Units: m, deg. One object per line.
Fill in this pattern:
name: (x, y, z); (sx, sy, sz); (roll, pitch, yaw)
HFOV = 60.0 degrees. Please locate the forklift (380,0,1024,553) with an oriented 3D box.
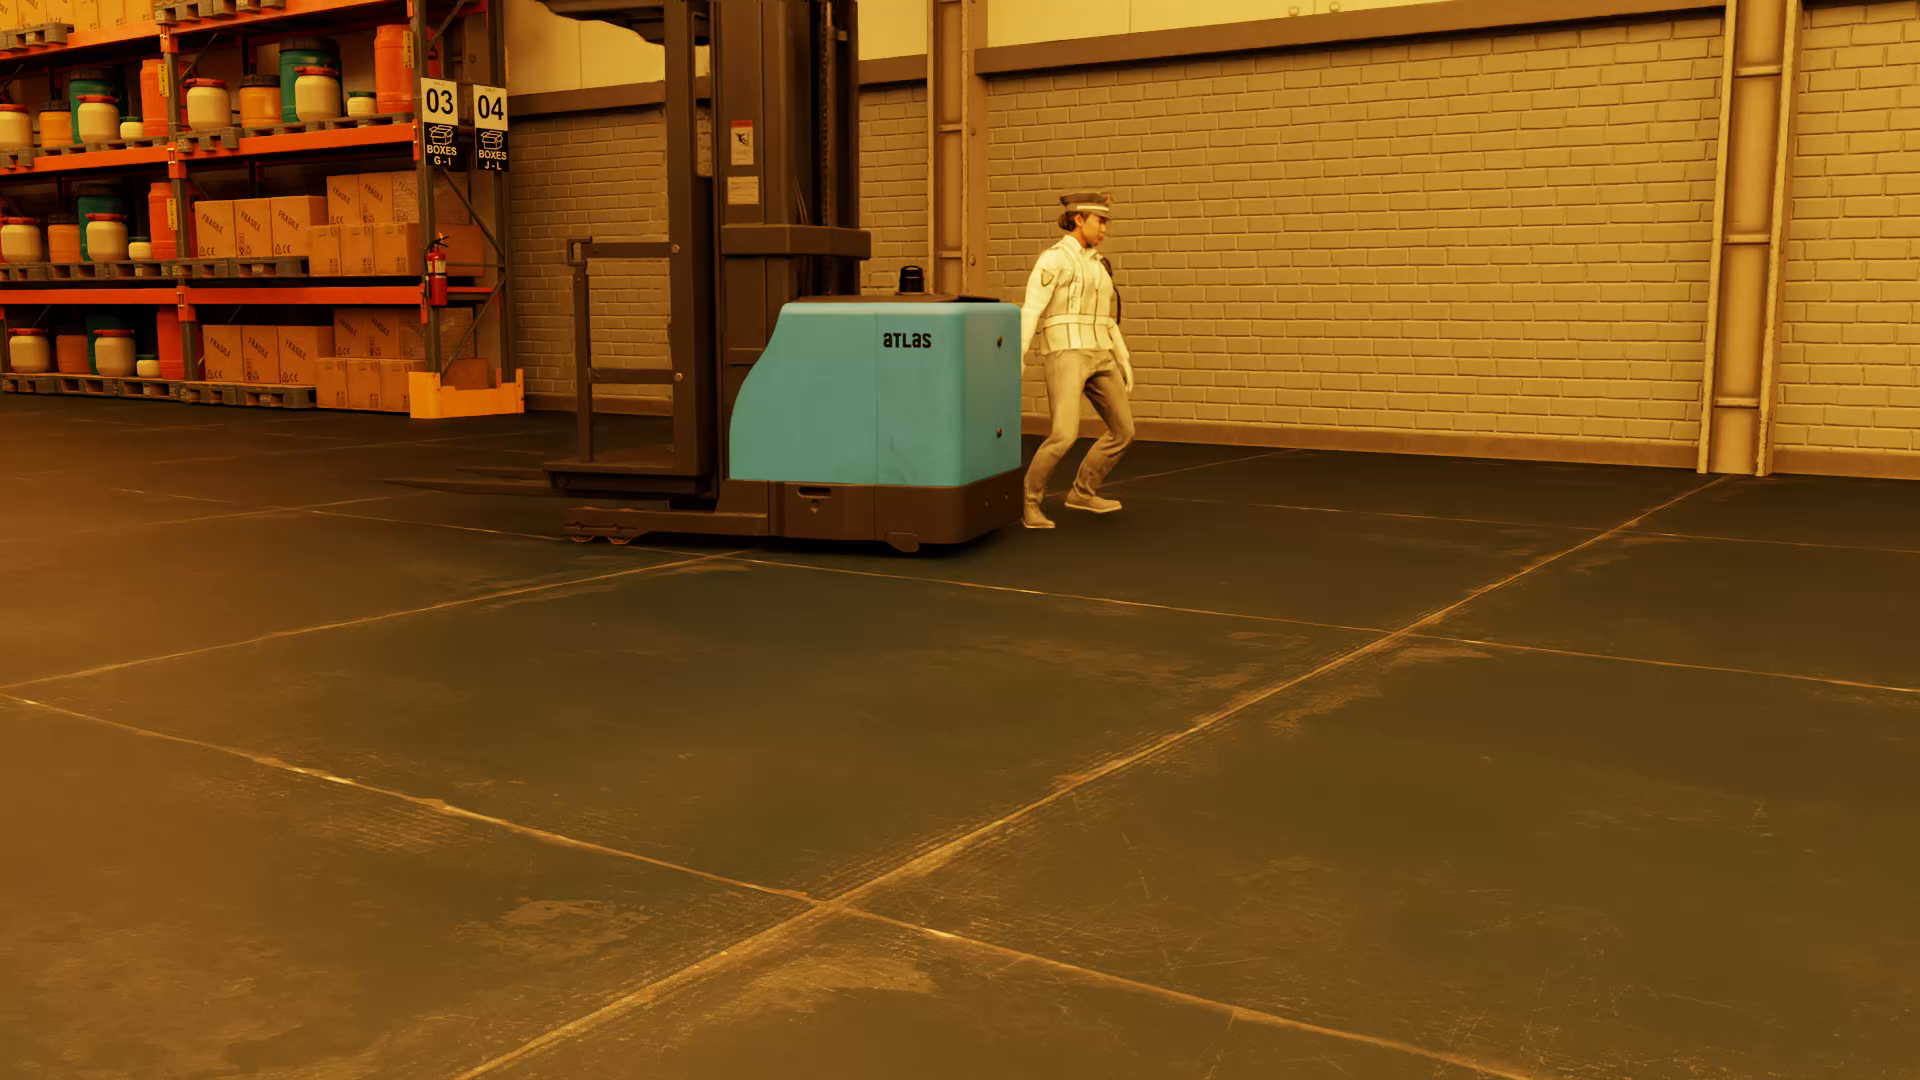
forklift: (-1.272, -1.496, 7.713); (3.031, 2.935, 1.130); (3, 9, 18)

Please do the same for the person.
person: (0.523, -0.863, 8.040); (0.789, 1.619, 0.392); (-8, 11, -43)
